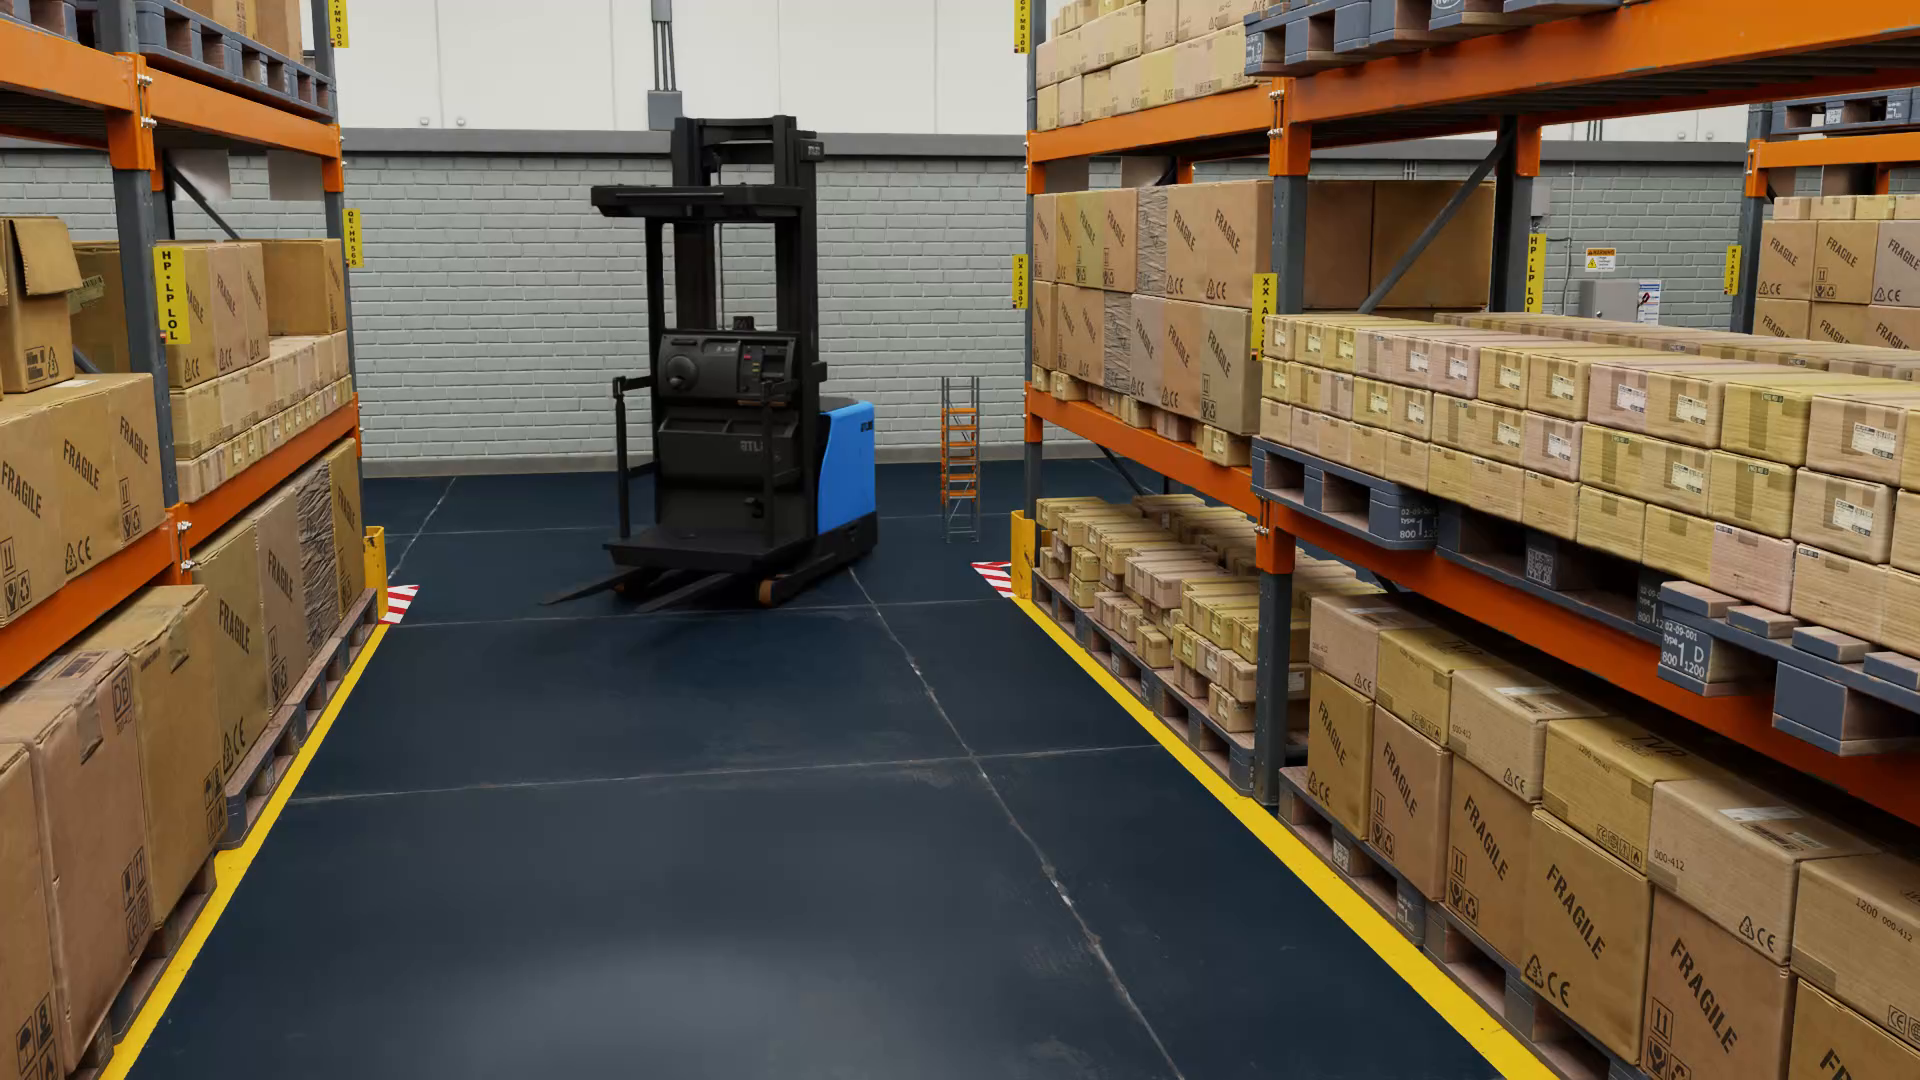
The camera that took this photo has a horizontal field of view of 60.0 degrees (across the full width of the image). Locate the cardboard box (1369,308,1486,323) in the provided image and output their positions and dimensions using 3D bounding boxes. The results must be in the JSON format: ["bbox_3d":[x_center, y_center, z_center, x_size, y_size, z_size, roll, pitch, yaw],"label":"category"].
[{"bbox_3d":[1.832,-0.732,6.959,0.500,0.500,0.500,-2,11,-12],"label":"cardboard box"}]

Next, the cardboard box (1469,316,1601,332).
[{"bbox_3d":[2.004,-0.696,5.791,0.380,0.149,0.250,-2,11,-13],"label":"cardboard box"}]

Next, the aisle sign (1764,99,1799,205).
[{"bbox_3d":[5.441,-2.649,11.139,0.394,0.787,0.004,-2,11,-11],"label":"aisle sign"}]

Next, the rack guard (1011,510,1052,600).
[{"bbox_3d":[0.918,0.071,10.485,1.175,0.500,0.348,-2,11,-11],"label":"rack guard"}]

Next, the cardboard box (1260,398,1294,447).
[{"bbox_3d":[1.307,-0.431,5.987,0.380,0.149,0.250,-3,11,-14],"label":"cardboard box"}]

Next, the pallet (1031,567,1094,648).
[{"bbox_3d":[1.041,0.363,9.723,1.003,0.211,1.213,-2,11,-11],"label":"pallet"}]

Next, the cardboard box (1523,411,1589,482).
[{"bbox_3d":[1.664,-0.243,4.204,0.380,0.149,0.250,-2,11,-10],"label":"cardboard box"}]

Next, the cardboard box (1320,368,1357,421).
[{"bbox_3d":[1.410,-0.482,5.461,0.380,0.149,0.250,-2,11,-10],"label":"cardboard box"}]

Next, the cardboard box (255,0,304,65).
[{"bbox_3d":[-3.828,-2.694,8.645,0.700,0.500,0.500,-3,11,-14],"label":"cardboard box"}]

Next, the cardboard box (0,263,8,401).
[{"bbox_3d":[-2.949,-0.574,4.240,0.797,0.503,0.637,-2,11,-10],"label":"cardboard box"}]

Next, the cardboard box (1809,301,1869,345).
[{"bbox_3d":[5.677,-1.228,10.359,0.500,0.500,0.500,-2,11,-12],"label":"cardboard box"}]

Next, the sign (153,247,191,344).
[{"bbox_3d":[-2.673,-0.827,5.632,0.100,0.325,0.005,-2,11,-11],"label":"sign"}]

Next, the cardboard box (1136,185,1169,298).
[{"bbox_3d":[1.133,-1.389,7.734,0.500,0.500,0.500,-2,11,-10],"label":"cardboard box"}]

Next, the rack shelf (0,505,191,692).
[{"bbox_3d":[-2.815,0.445,3.760,1.077,0.370,4.000,-2,11,-11],"label":"rack shelf"}]

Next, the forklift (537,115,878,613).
[{"bbox_3d":[-1.532,-1.119,10.237,1.130,2.935,3.031,4,11,18],"label":"forklift"}]

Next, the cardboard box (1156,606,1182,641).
[{"bbox_3d":[1.153,0.372,7.928,0.380,0.149,0.250,-2,11,-10],"label":"cardboard box"}]

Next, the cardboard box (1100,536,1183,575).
[{"bbox_3d":[0.947,0.080,8.662,0.380,0.149,0.250,-2,11,-10],"label":"cardboard box"}]

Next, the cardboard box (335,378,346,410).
[{"bbox_3d":[-3.537,-0.784,8.968,0.380,0.149,0.250,-2,11,-10],"label":"cardboard box"}]

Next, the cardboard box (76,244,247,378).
[{"bbox_3d":[-3.134,-0.904,6.523,0.500,0.500,0.500,-2,11,-11],"label":"cardboard box"}]

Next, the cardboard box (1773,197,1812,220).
[{"bbox_3d":[5.537,-2.153,10.810,0.380,0.149,0.250,-2,11,-10],"label":"cardboard box"}]

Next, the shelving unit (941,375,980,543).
[{"bbox_3d":[0.003,-0.587,12.070,0.258,1.200,0.189,-2,11,-11],"label":"shelving unit"}]

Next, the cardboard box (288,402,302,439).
[{"bbox_3d":[-3.292,-0.552,7.745,0.380,0.149,0.250,-2,11,-10],"label":"cardboard box"}]

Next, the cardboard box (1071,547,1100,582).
[{"bbox_3d":[0.829,0.128,9.209,0.380,0.149,0.250,-2,11,-9],"label":"cardboard box"}]

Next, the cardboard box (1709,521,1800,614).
[{"bbox_3d":[1.815,0.047,3.475,0.380,0.149,0.250,-2,11,-10],"label":"cardboard box"}]

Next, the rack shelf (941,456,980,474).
[{"bbox_3d":[0.003,-0.543,12.079,0.258,0.103,0.180,-2,11,-11],"label":"rack shelf"}]

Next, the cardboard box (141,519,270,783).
[{"bbox_3d":[-3.253,0.438,6.431,0.875,0.875,0.875,-2,11,-11],"label":"cardboard box"}]

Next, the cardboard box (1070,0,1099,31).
[{"bbox_3d":[0.803,-2.800,8.860,0.380,0.149,0.250,-2,11,-10],"label":"cardboard box"}]

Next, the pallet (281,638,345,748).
[{"bbox_3d":[-3.515,0.728,7.807,1.003,0.211,1.213,-2,11,-11],"label":"pallet"}]

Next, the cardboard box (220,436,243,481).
[{"bbox_3d":[-3.038,-0.315,6.499,0.380,0.149,0.250,-2,11,-9],"label":"cardboard box"}]

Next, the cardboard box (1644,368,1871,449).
[{"bbox_3d":[1.761,-0.295,3.681,0.380,0.149,0.250,-2,11,-9],"label":"cardboard box"}]

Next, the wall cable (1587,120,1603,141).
[{"bbox_3d":[7.835,-5.489,16.868,2.988,3.039,0.133,-2,11,-11],"label":"wall cable"}]

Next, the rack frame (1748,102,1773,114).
[{"bbox_3d":[5.739,-4.316,10.807,1.000,3.000,0.127,-2,11,-11],"label":"rack frame"}]

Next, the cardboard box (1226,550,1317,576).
[{"bbox_3d":[1.548,0.153,8.279,0.380,0.149,0.250,-3,11,-13],"label":"cardboard box"}]

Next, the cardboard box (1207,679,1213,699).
[{"bbox_3d":[1.302,0.647,7.277,0.380,0.149,0.250,-2,11,-9],"label":"cardboard box"}]

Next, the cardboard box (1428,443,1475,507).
[{"bbox_3d":[1.566,-0.192,4.730,0.380,0.149,0.250,-2,11,-12],"label":"cardboard box"}]

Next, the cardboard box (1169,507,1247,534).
[{"bbox_3d":[1.422,-0.090,9.556,0.380,0.149,0.250,-2,11,-12],"label":"cardboard box"}]

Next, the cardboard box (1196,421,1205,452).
[{"bbox_3d":[1.246,-0.452,7.221,0.380,0.149,0.250,-2,11,-9],"label":"cardboard box"}]

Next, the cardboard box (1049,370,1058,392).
[{"bbox_3d":[0.735,-0.931,9.736,0.380,0.149,0.250,-2,11,-9],"label":"cardboard box"}]

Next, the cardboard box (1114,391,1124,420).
[{"bbox_3d":[0.998,-0.692,8.480,0.380,0.149,0.250,-2,11,-9],"label":"cardboard box"}]

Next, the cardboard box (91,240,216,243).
[{"bbox_3d":[-4.056,-1.260,8.395,0.500,0.500,0.500,-2,11,-12],"label":"cardboard box"}]

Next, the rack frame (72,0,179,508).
[{"bbox_3d":[-3.204,-0.275,5.620,1.000,3.000,0.127,-2,11,-11],"label":"rack frame"}]

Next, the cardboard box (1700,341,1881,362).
[{"bbox_3d":[2.257,-0.457,4.534,0.380,0.149,0.250,-2,11,-12],"label":"cardboard box"}]

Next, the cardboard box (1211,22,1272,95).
[{"bbox_3d":[1.321,-1.917,6.625,0.500,0.250,0.500,-2,11,-10],"label":"cardboard box"}]

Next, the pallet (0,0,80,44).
[{"bbox_3d":[-2.977,-1.488,4.484,0.805,0.209,1.217,-3,11,-13],"label":"pallet"}]

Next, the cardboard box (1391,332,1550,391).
[{"bbox_3d":[1.511,-0.532,4.929,0.380,0.149,0.250,-2,11,-11],"label":"cardboard box"}]

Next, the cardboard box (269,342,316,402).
[{"bbox_3d":[-3.430,-0.816,8.065,0.500,0.250,0.500,-3,11,-13],"label":"cardboard box"}]

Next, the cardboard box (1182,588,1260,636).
[{"bbox_3d":[1.213,0.318,7.412,0.380,0.149,0.250,-2,11,-12],"label":"cardboard box"}]

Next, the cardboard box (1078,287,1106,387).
[{"bbox_3d":[0.932,-1.086,8.817,0.500,0.500,0.500,-2,11,-10],"label":"cardboard box"}]

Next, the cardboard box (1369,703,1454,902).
[{"bbox_3d":[1.669,0.827,5.393,0.500,0.500,0.500,-2,11,-8],"label":"cardboard box"}]

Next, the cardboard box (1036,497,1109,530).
[{"bbox_3d":[0.672,-0.160,9.927,0.380,0.149,0.250,-3,11,-14],"label":"cardboard box"}]

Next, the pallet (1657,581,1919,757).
[{"bbox_3d":[2.216,0.264,3.300,1.213,0.211,1.003,-2,11,-11],"label":"pallet"}]

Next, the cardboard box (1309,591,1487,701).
[{"bbox_3d":[1.566,0.361,5.832,0.500,0.250,0.500,-3,11,-14],"label":"cardboard box"}]

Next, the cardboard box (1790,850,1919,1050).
[{"bbox_3d":[2.069,0.834,3.349,0.500,0.250,0.500,-2,11,-12],"label":"cardboard box"}]

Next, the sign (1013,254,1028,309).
[{"bbox_3d":[0.371,-1.576,10.140,0.100,0.325,0.005,-2,11,-11],"label":"sign"}]

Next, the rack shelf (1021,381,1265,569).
[{"bbox_3d":[1.292,-0.450,8.465,1.077,0.370,4.000,-2,11,-11],"label":"rack shelf"}]

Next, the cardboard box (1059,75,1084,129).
[{"bbox_3d":[0.838,-2.382,9.069,0.500,0.250,0.500,-2,11,-9],"label":"cardboard box"}]

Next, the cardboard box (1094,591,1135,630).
[{"bbox_3d":[0.926,0.365,8.760,0.380,0.149,0.250,-3,11,-14],"label":"cardboard box"}]

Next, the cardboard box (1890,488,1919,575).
[{"bbox_3d":[1.917,-0.007,2.961,0.380,0.149,0.250,-2,11,-10],"label":"cardboard box"}]

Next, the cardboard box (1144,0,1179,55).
[{"bbox_3d":[1.146,-2.349,7.559,0.500,0.250,0.500,-2,11,-9],"label":"cardboard box"}]
